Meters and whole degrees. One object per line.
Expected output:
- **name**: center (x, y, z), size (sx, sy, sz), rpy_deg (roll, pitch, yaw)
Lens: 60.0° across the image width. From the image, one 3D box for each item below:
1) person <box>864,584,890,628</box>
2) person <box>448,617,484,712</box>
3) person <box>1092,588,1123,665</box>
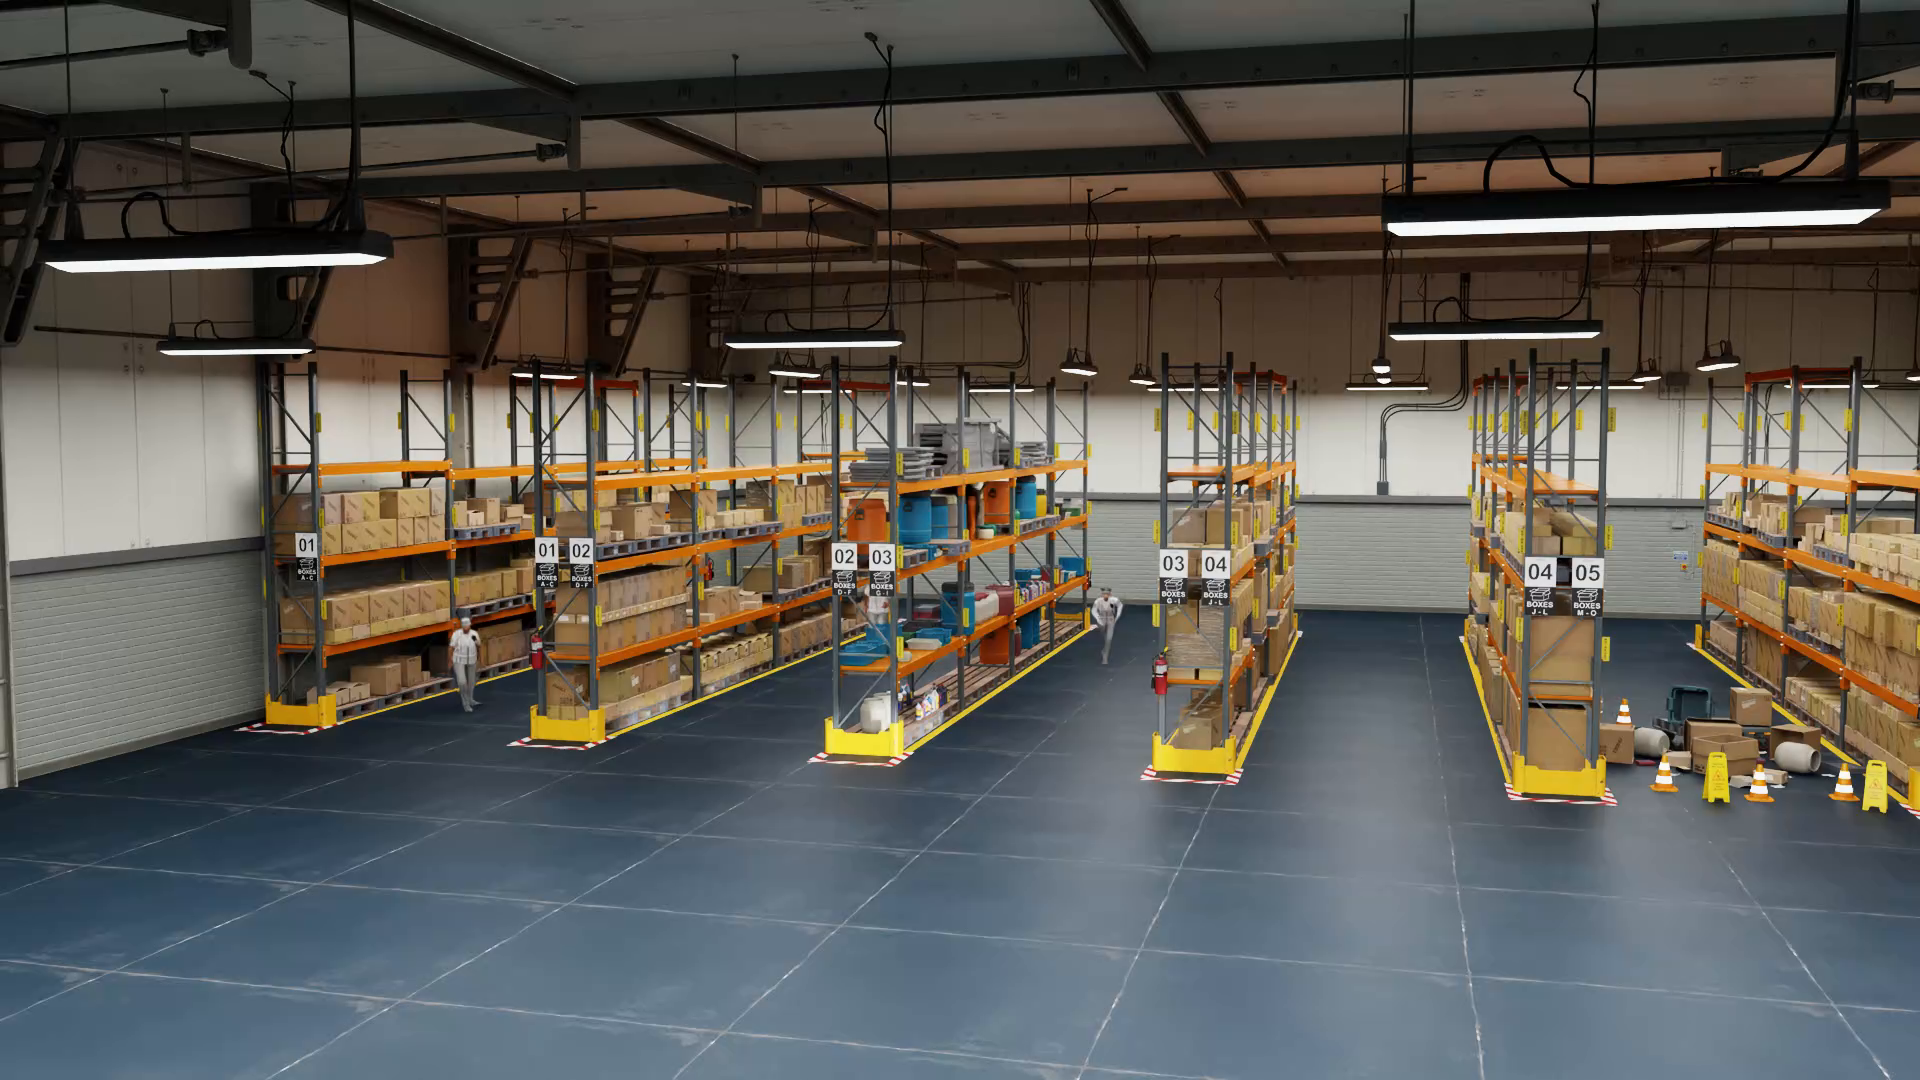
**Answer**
- **person**: center (-1.688, 1.519, 34.156), size (0.698, 1.804, 0.640), rpy_deg (1, 4, 10)
- **person**: center (-8.647, 2.164, 29.035), size (0.588, 1.683, 0.721), rpy_deg (-3, 5, -38)
- **person**: center (3.077, 1.770, 34.844), size (0.647, 1.635, 0.968), rpy_deg (0, 4, 2)
